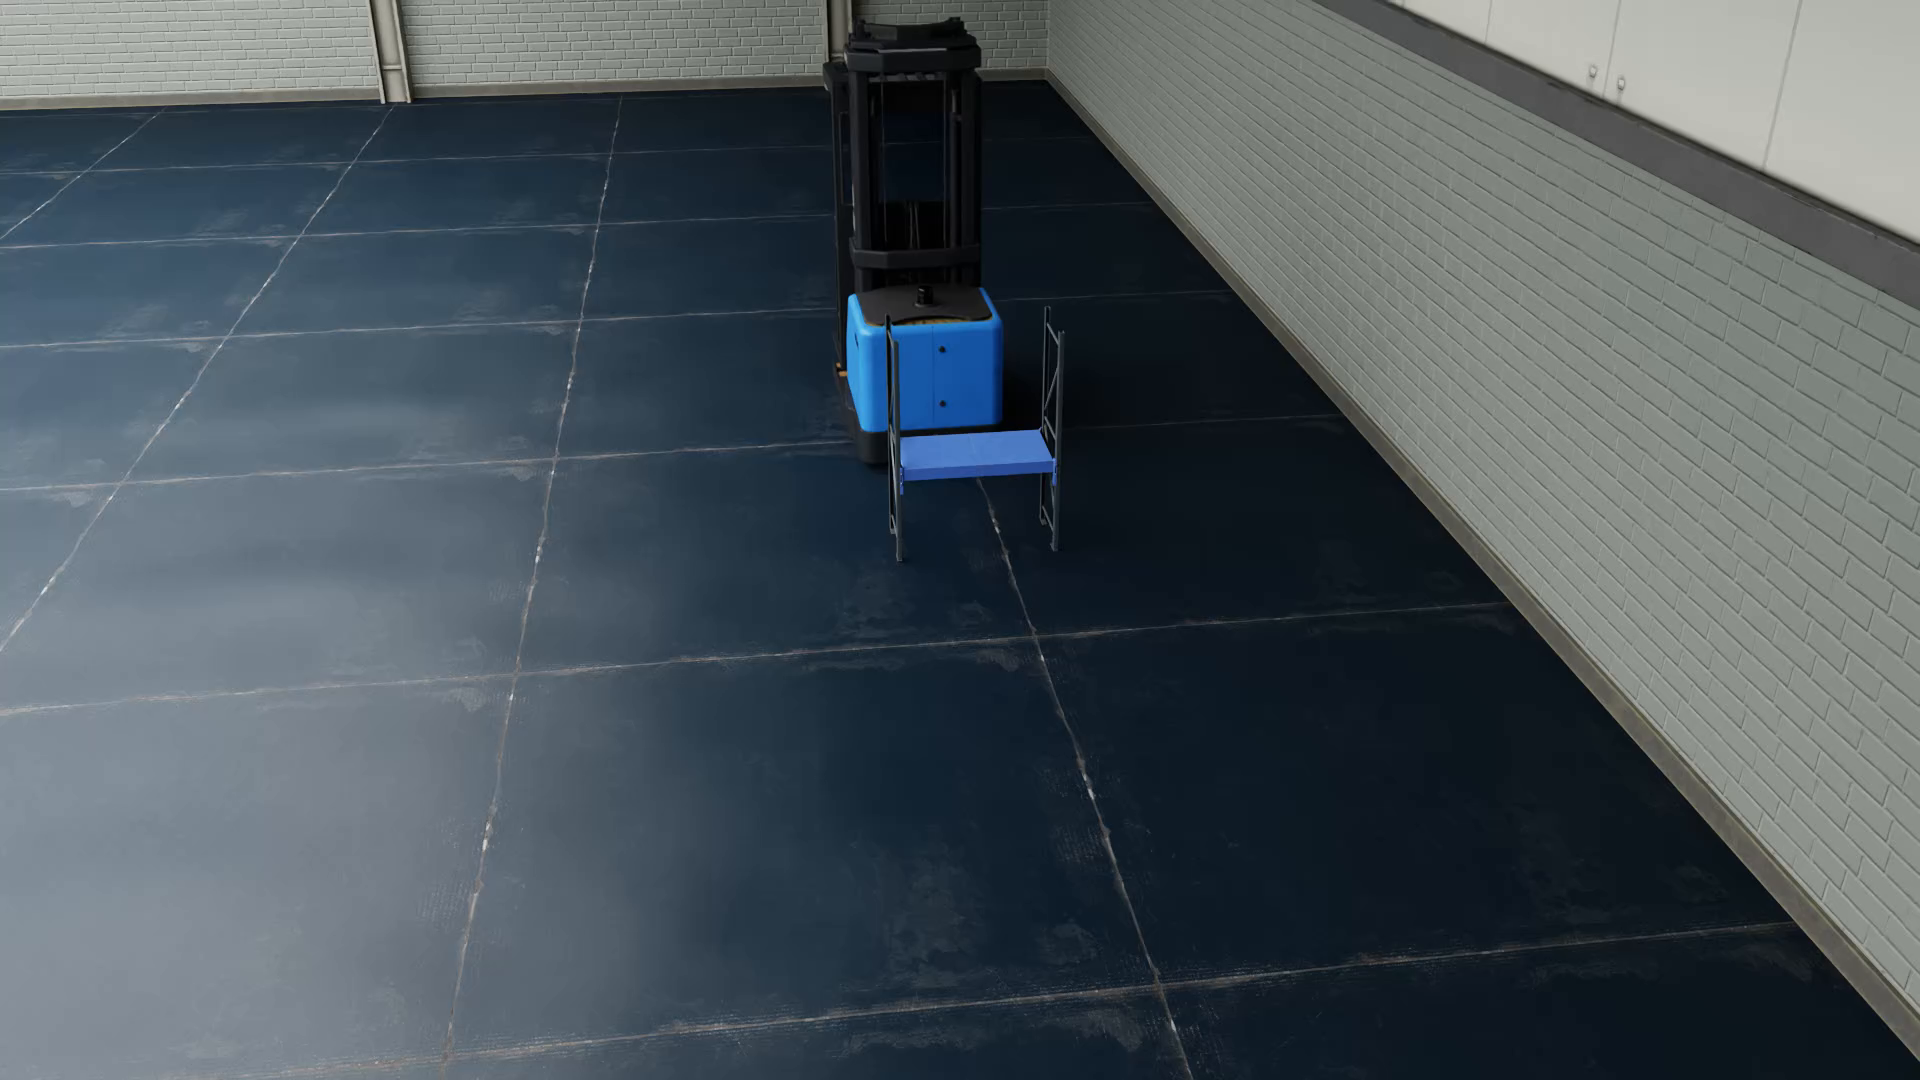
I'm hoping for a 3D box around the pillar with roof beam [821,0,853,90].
[{"bbox_3d":[-1.094,-8.411,17.488,0.400,9.000,9.100,-4,27,-7],"label":"pillar with roof beam"}]

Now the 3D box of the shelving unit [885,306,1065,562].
[{"bbox_3d":[0.084,-0.673,10.621,1.048,1.500,0.538,-4,27,-7],"label":"shelving unit"}]

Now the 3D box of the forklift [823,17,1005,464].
[{"bbox_3d":[-0.424,-2.497,12.608,1.130,2.935,3.031,-4,27,-8],"label":"forklift"}]

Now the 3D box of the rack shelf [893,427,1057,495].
[{"bbox_3d":[0.084,-0.513,10.703,1.000,0.185,0.538,-4,27,-7],"label":"rack shelf"}]

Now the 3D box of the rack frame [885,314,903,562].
[{"bbox_3d":[-0.419,-0.640,10.558,0.032,1.500,0.500,-4,27,-7],"label":"rack frame"}]

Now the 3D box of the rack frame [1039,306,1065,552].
[{"bbox_3d":[0.588,-0.705,10.684,0.032,1.500,0.500,-4,27,-7],"label":"rack frame"}]

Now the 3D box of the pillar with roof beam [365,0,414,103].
[{"bbox_3d":[-7.035,-8.029,16.744,0.400,9.000,9.100,-4,27,-7],"label":"pillar with roof beam"}]
